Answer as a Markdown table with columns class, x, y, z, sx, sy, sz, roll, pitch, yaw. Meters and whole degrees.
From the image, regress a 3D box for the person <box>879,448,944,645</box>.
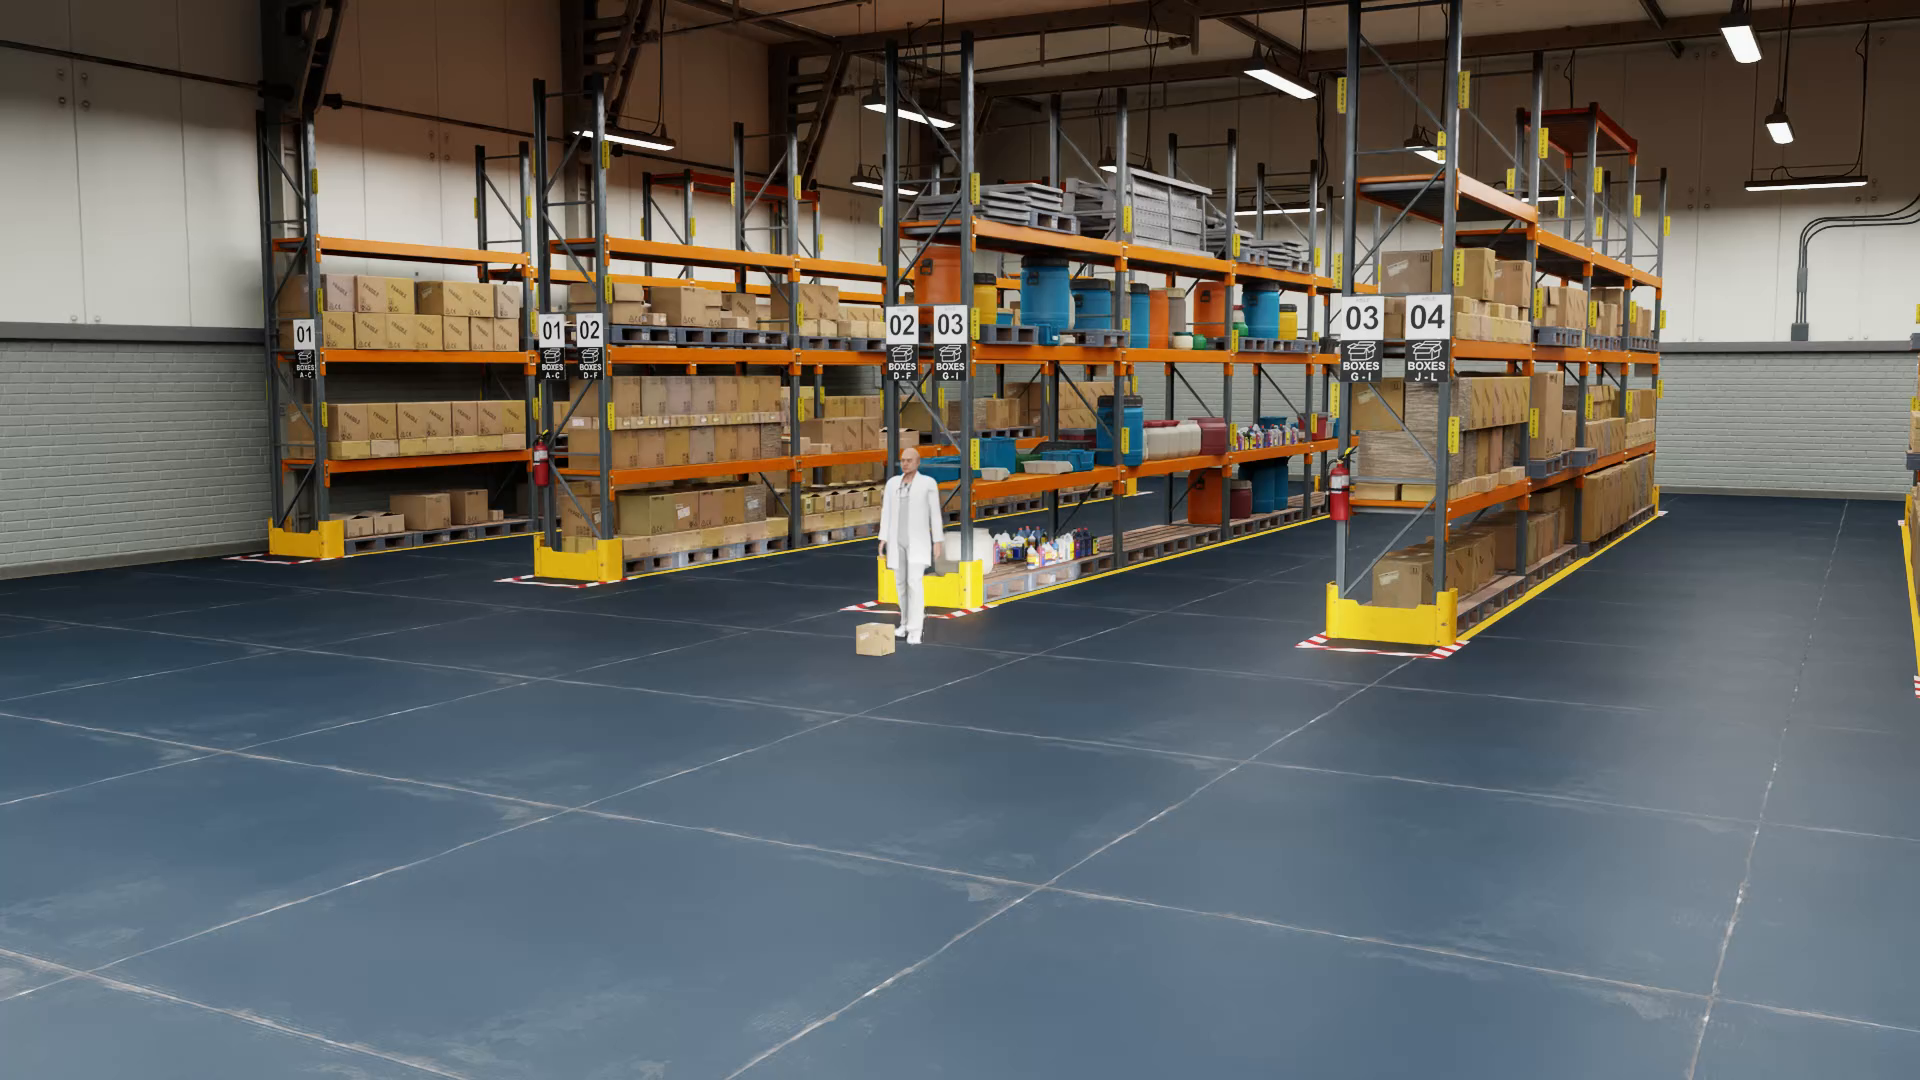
| class | x | y | z | sx | sy | sz | roll | pitch | yaw |
| --- | --- | --- | --- | --- | --- | --- | --- | --- | --- |
| person | -0.504 | 0.068 | 15.578 | 0.613 | 1.848 | 0.592 | 2 | 6 | 23 |
